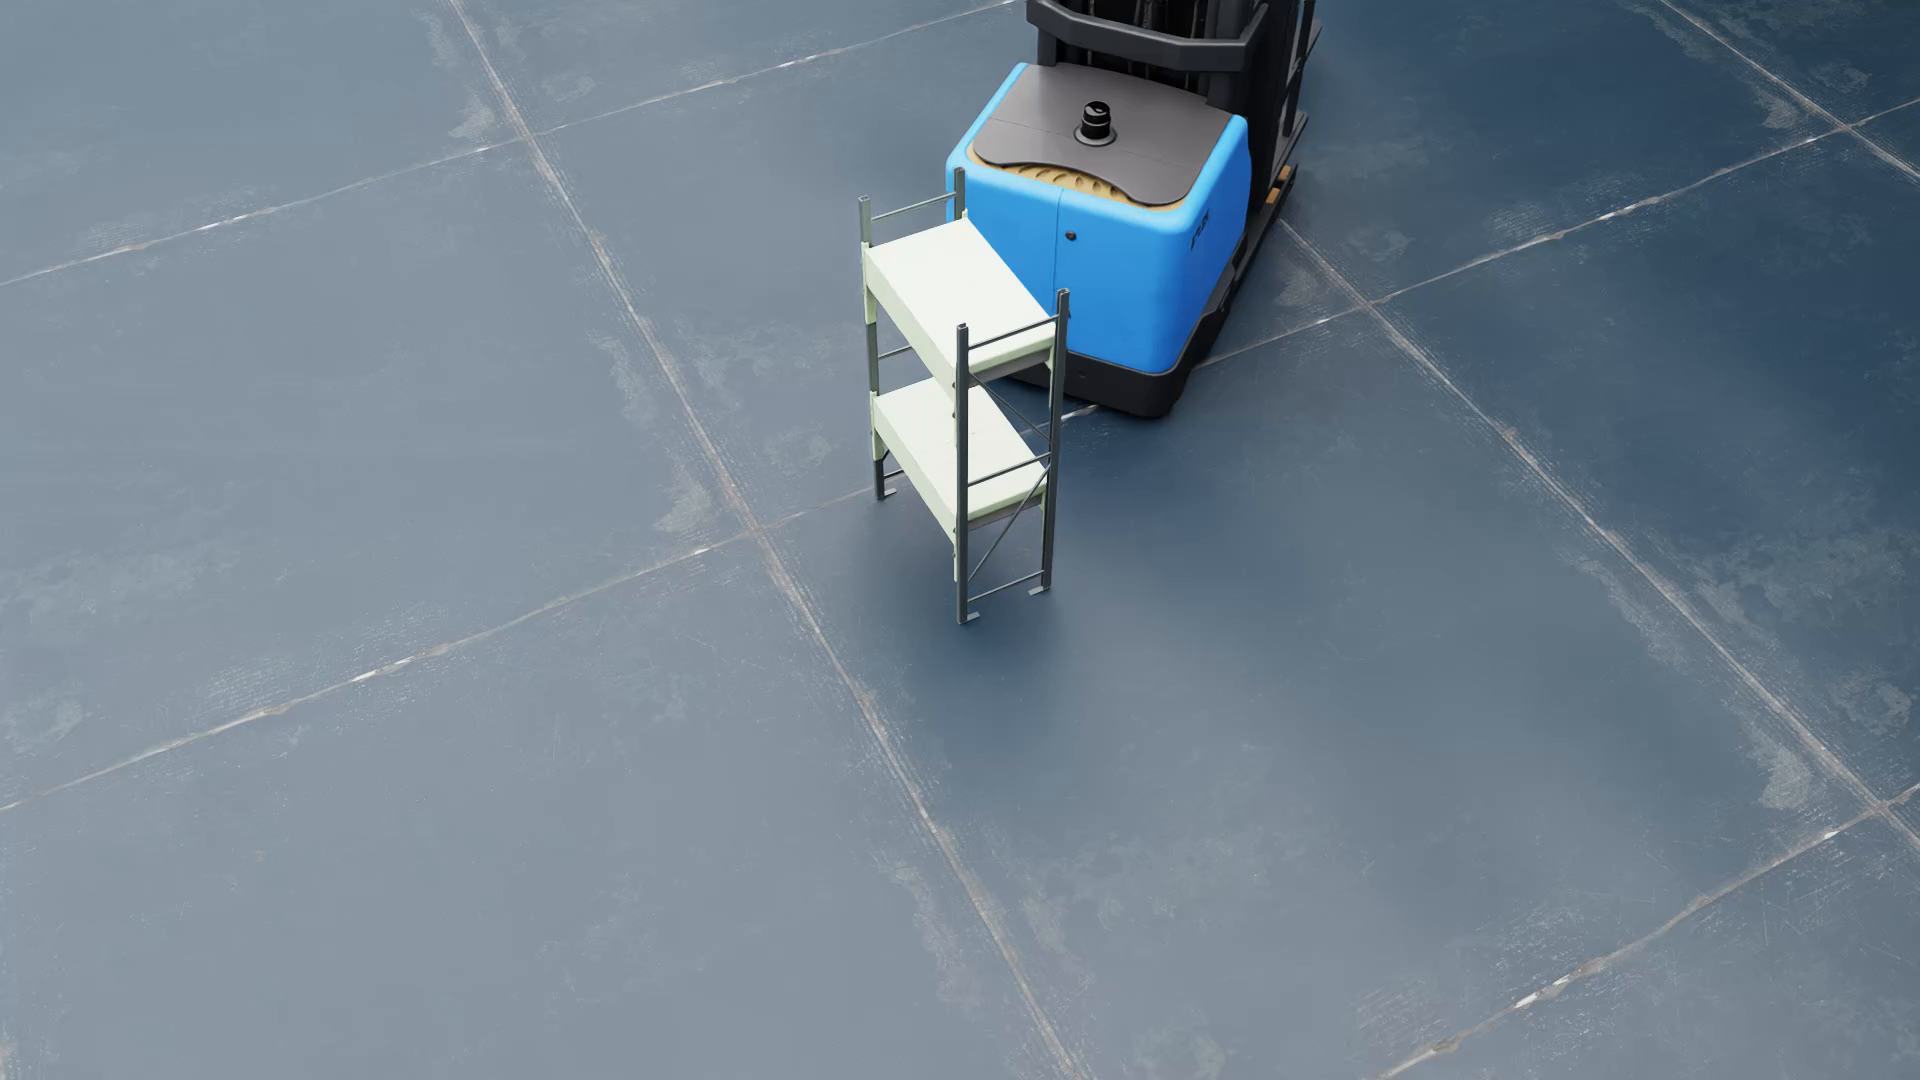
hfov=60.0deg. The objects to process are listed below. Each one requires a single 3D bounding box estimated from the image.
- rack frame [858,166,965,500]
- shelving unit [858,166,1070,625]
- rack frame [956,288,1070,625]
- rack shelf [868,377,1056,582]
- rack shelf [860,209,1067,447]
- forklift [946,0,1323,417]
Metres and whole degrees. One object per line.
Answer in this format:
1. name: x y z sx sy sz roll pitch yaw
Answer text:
1. rack frame: -0.164 -0.734 6.288 0.400 1.500 0.023 -21 52 -18
2. shelving unit: 0.003 -0.489 6.074 0.431 1.500 0.755 -21 52 -18
3. rack frame: 0.171 -0.244 5.860 0.400 1.500 0.023 -21 52 -18
4. rack shelf: 0.003 -0.275 6.320 0.431 0.370 0.720 -21 52 -18
5. rack shelf: 0.003 -0.746 5.780 0.431 0.370 0.720 -21 52 -18
6. forklift: 0.984 -2.610 6.978 1.130 2.935 3.031 18 51 15
